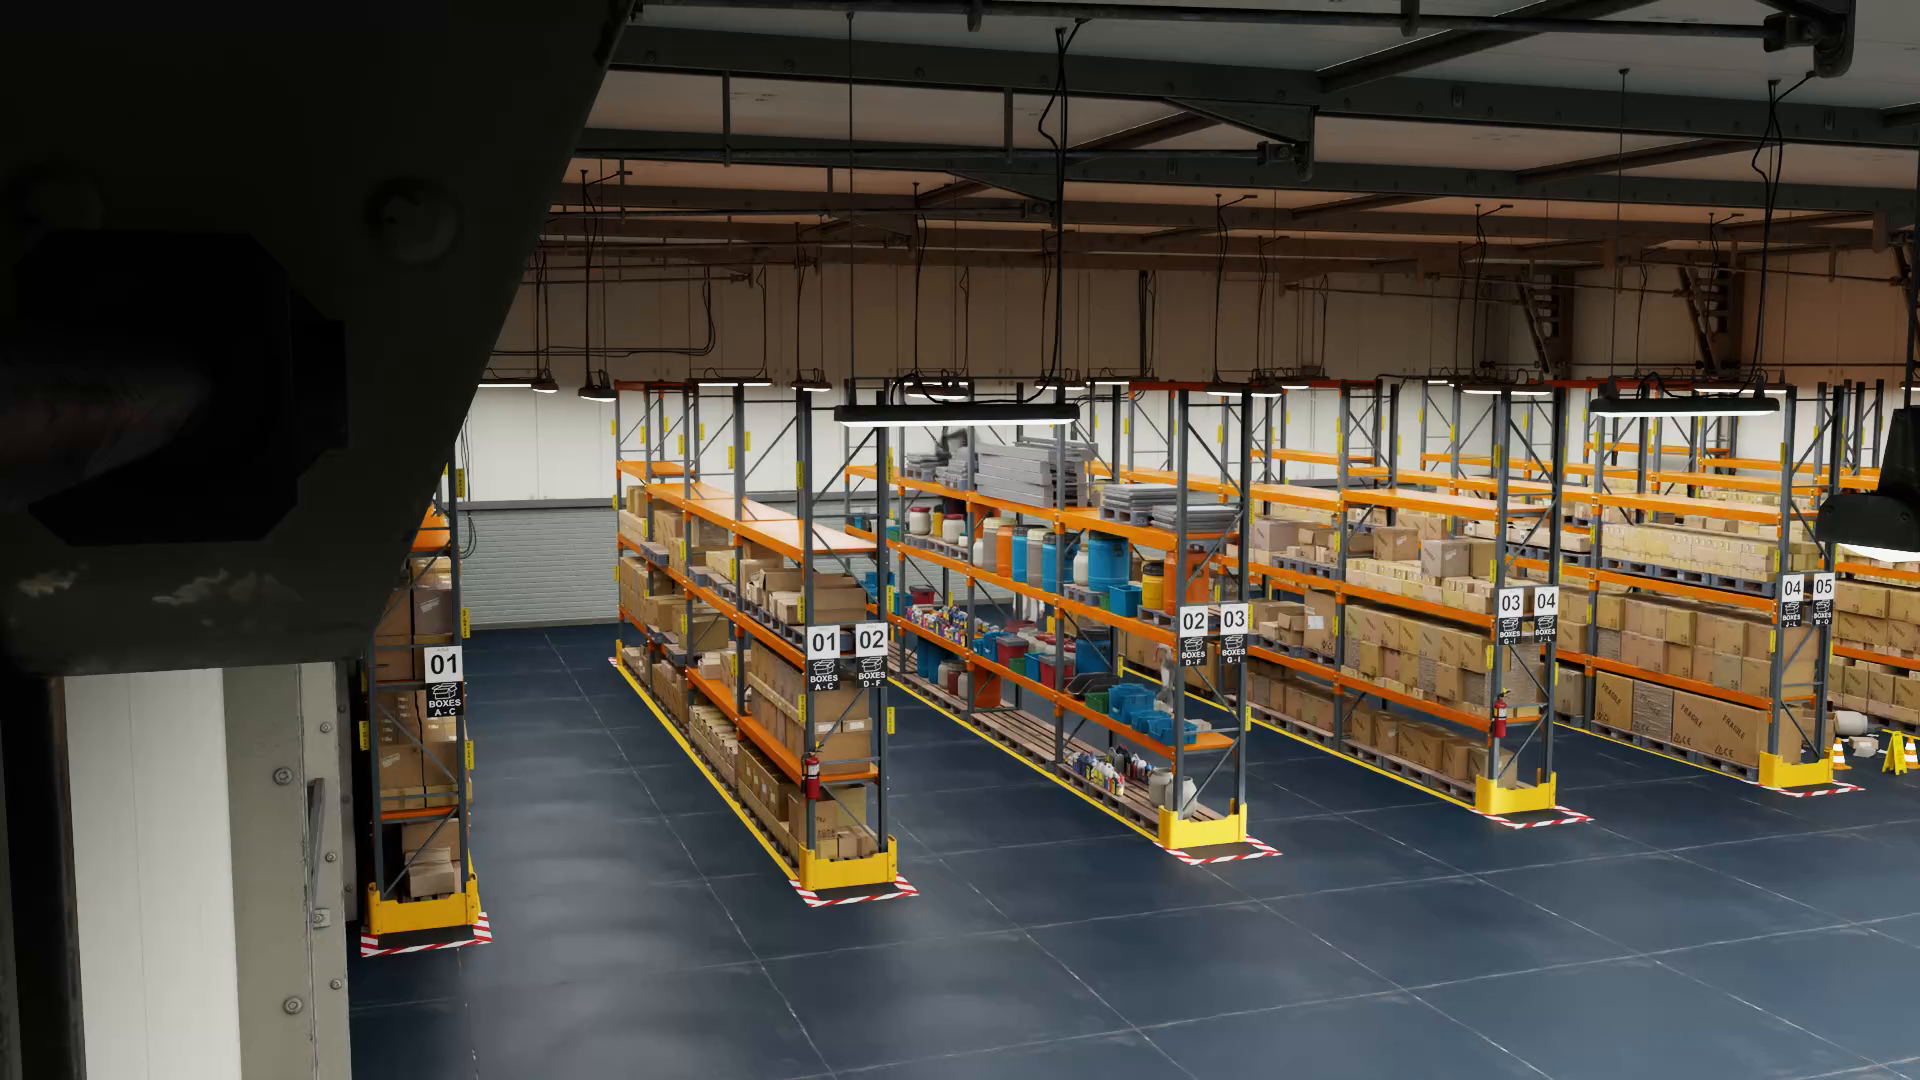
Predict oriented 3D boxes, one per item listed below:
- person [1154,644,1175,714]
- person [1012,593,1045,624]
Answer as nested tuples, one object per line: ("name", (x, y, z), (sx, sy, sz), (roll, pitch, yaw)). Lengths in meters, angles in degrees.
("person", (3.830, 2.420, 30.312), (0.555, 1.464, 1.108), (0, 6, -4))
("person", (1.511, 1.596, 36.535), (0.692, 1.718, 0.810), (0, 6, -3))
